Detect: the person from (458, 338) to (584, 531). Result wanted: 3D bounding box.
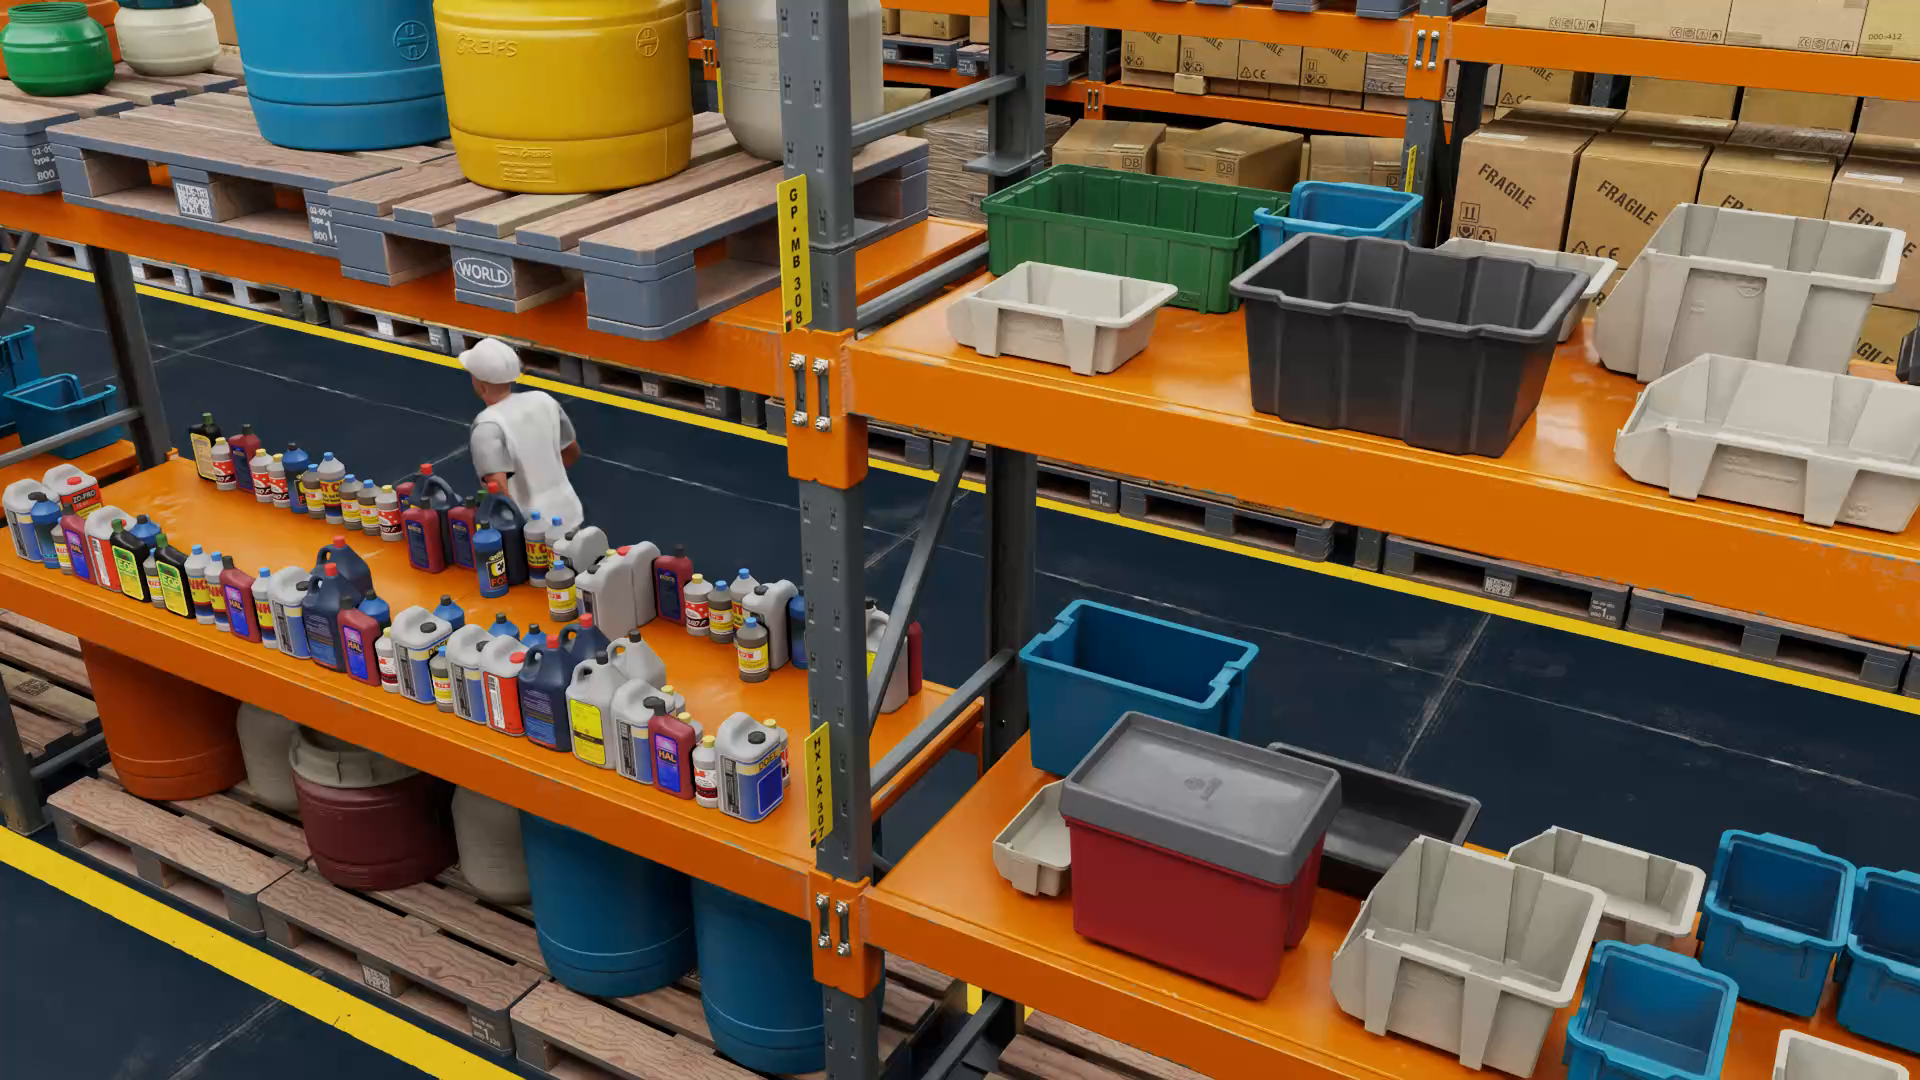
[{"bbox_3d":[-1.816,-0.027,7.184,0.909,1.703,0.674,19,32,33],"label":"person"}]
